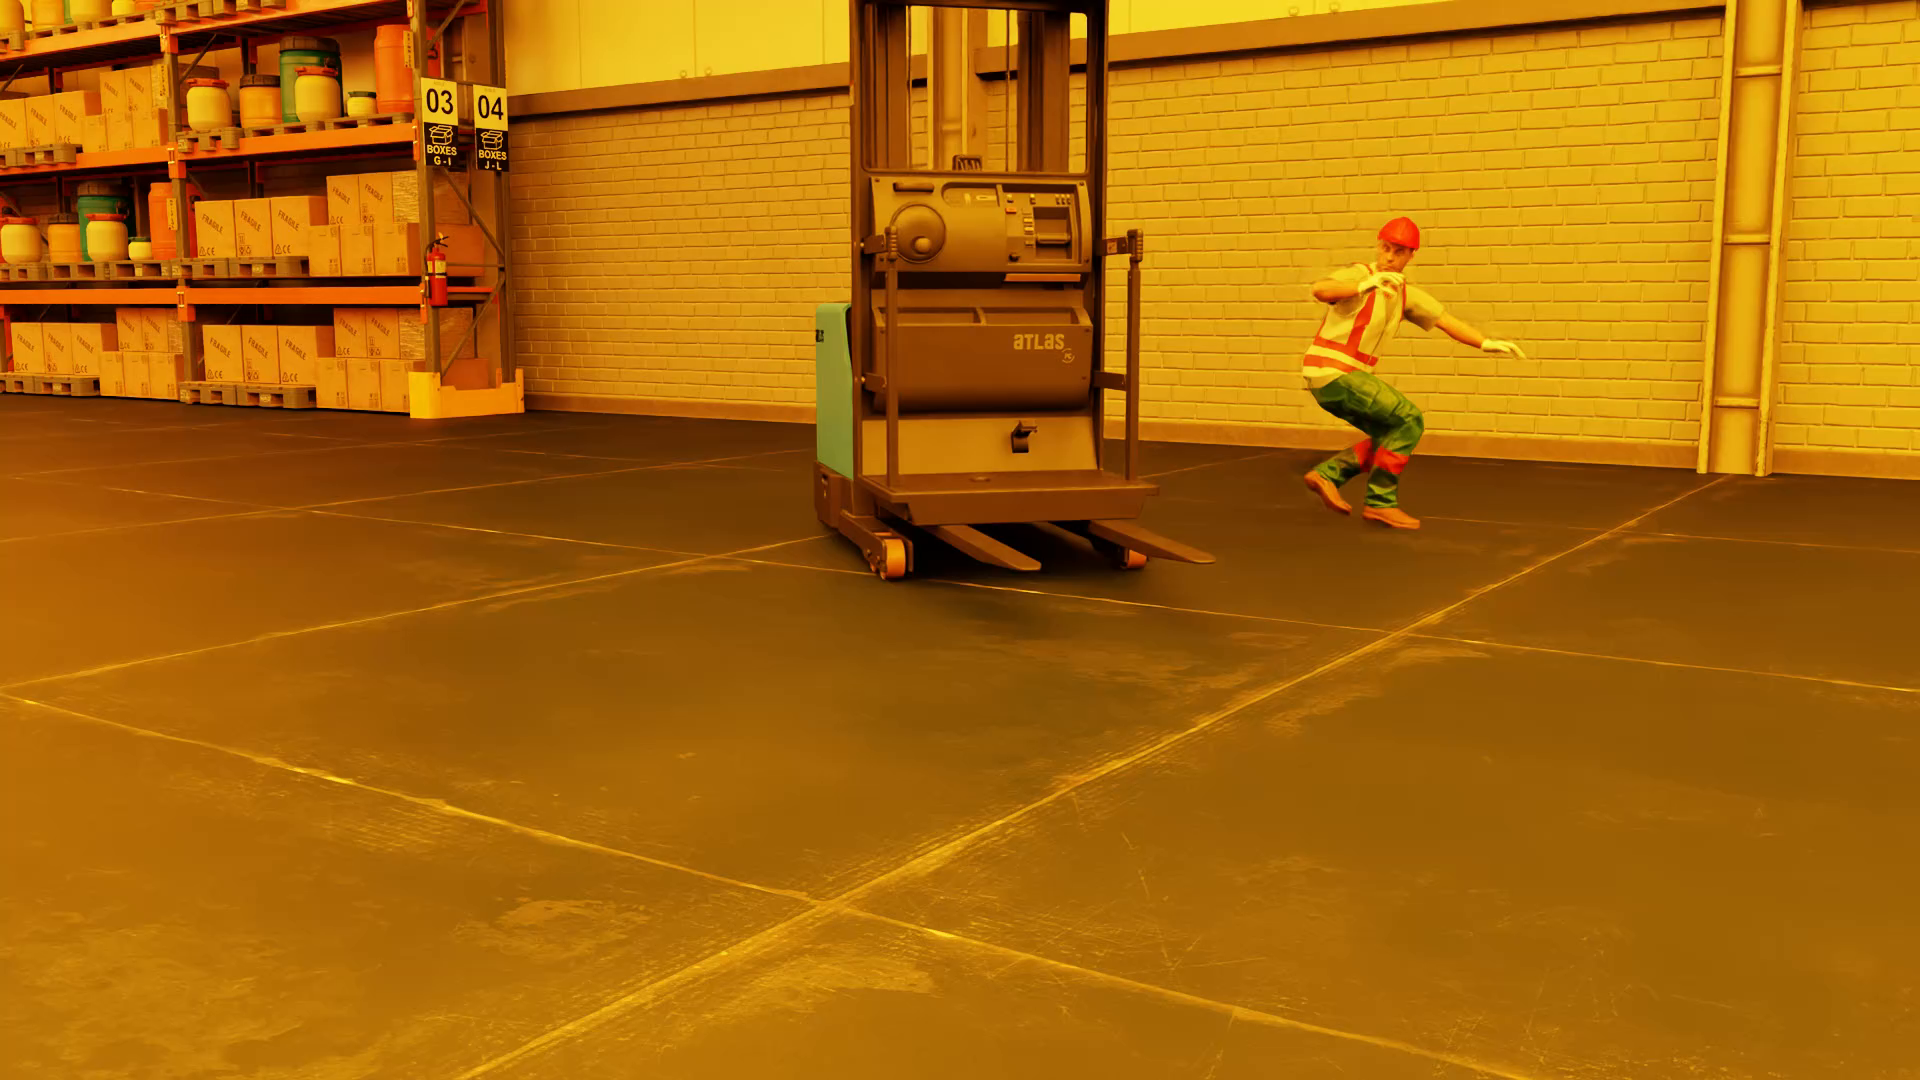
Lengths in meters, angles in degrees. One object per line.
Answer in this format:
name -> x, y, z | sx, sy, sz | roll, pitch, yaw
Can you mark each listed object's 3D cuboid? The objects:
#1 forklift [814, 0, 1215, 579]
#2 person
forklift -> 0.148, -1.354, 6.714 | 1.130, 2.935, 3.031 | -2, 8, -14
person -> 2.141, -0.804, 7.992 | 1.021, 1.483, 0.788 | 4, 9, 28
